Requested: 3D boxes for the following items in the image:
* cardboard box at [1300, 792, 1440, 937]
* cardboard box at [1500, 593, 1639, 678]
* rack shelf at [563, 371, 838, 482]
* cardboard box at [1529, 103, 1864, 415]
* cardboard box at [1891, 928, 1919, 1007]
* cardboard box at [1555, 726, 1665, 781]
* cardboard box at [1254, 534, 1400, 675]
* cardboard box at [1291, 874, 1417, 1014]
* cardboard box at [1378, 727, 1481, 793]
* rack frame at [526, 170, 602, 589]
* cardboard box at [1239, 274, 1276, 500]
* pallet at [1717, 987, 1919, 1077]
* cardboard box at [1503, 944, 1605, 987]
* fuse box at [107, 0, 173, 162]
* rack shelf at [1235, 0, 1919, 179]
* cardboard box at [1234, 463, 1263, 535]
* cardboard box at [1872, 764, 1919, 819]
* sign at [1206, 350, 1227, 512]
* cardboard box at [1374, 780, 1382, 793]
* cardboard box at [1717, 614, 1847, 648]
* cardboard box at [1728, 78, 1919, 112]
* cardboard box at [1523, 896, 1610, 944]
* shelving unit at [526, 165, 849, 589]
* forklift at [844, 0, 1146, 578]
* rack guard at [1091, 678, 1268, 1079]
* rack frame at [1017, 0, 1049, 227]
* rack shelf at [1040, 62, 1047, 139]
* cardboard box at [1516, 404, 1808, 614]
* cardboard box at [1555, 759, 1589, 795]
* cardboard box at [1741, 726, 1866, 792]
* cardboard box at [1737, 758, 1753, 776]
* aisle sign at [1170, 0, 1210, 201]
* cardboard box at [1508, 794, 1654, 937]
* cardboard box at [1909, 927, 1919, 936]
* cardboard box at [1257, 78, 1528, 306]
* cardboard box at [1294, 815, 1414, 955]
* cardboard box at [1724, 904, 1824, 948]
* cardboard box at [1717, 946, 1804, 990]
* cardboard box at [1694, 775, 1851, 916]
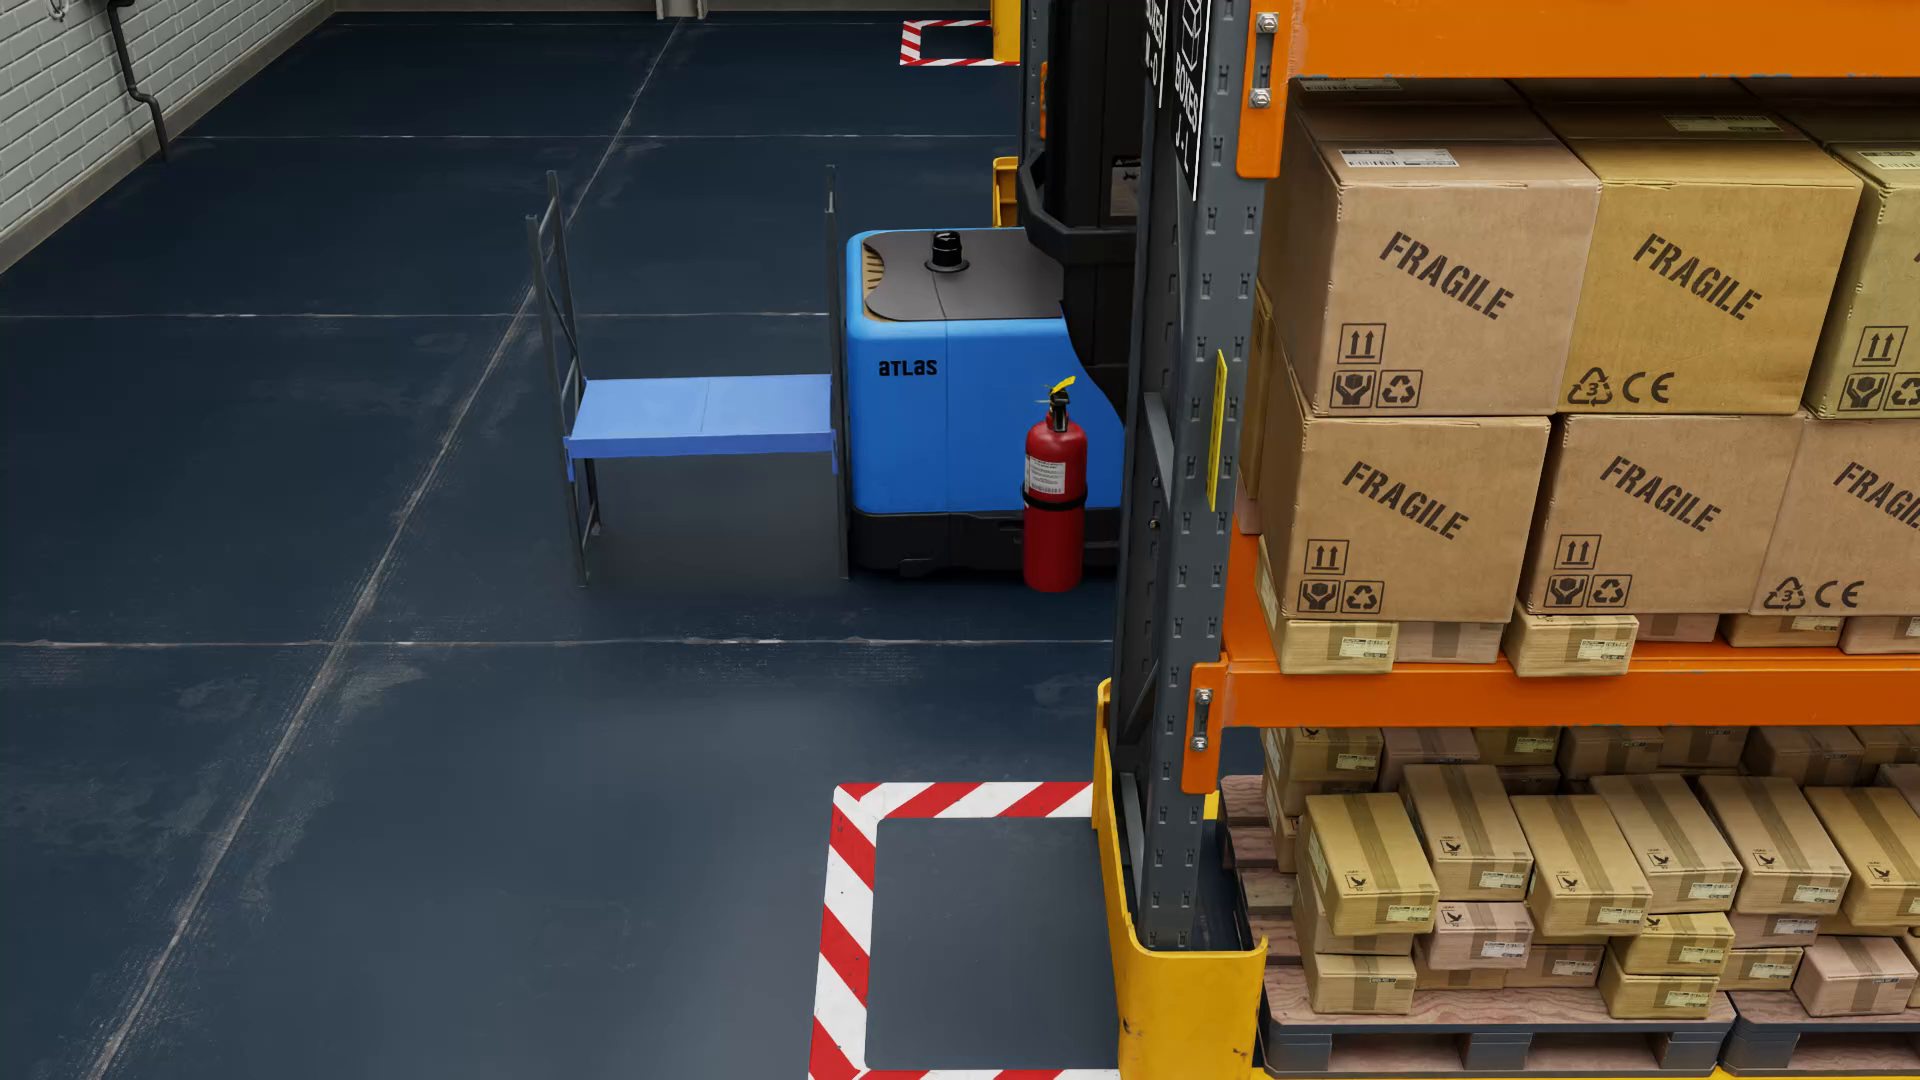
[{"bbox_3d":[1.044,0.827,4.265,0.250,0.149,0.380,-2,31,-3],"label":"cardboard box"},{"bbox_3d":[1.368,0.149,3.856,0.250,0.149,0.380,-1,31,-2],"label":"cardboard box"},{"bbox_3d":[-0.972,-0.444,6.383,1.000,0.185,0.538,-2,31,-3],"label":"rack shelf"},{"bbox_3d":[1.473,-0.599,3.498,0.500,0.500,0.500,1,31,1],"label":"cardboard box"},{"bbox_3d":[2.591,1.059,4.456,0.250,0.149,0.380,0,31,0],"label":"cardboard box"},{"bbox_3d":[1.815,0.514,4.782,0.250,0.149,0.380,-1,31,-2],"label":"cardboard box"},{"bbox_3d":[0.844,0.144,3.863,0.250,0.149,0.380,0,31,-1],"label":"cardboard box"},{"bbox_3d":[1.044,1.071,4.436,0.250,0.149,0.380,0,31,1],"label":"cardboard box"},{"bbox_3d":[1.298,0.548,4.725,0.250,0.149,0.380,0,31,1],"label":"cardboard box"},{"bbox_3d":[-1.479,-0.582,6.264,0.032,1.500,0.500,-2,31,-3],"label":"rack frame"},{"bbox_3d":[0.966,-0.437,4.196,0.500,0.500,0.500,0,31,1],"label":"cardboard box"},{"bbox_3d":[2.624,1.073,4.778,1.213,0.211,1.003,0,31,0],"label":"pallet"},{"bbox_3d":[1.553,1.024,4.515,0.250,0.149,0.380,0,31,0],"label":"cardboard box"},{"bbox_3d":[-5.118,-3.209,10.390,0.414,1.711,0.539,0,31,0],"label":"fuse box"},{"bbox_3d":[2.518,-1.114,3.496,4.000,0.370,1.077,0,31,0],"label":"rack shelf"},{"bbox_3d":[0.842,-0.173,4.385,0.250,0.149,0.380,0,31,0],"label":"cardboard box"},{"bbox_3d":[2.611,0.762,4.372,0.250,0.149,0.380,0,31,0],"label":"cardboard box"},{"bbox_3d":[0.521,-0.221,3.388,0.005,0.325,0.100,0,31,0],"label":"sign"},{"bbox_3d":[1.306,0.657,4.832,0.250,0.149,0.380,-1,31,-1],"label":"cardboard box"},{"bbox_3d":[1.897,0.089,3.955,0.250,0.149,0.380,0,31,-1],"label":"cardboard box"},{"bbox_3d":[2.001,-0.868,3.942,0.500,0.500,0.500,1,31,2],"label":"cardboard box"},{"bbox_3d":[1.562,0.893,4.443,0.250,0.149,0.380,0,31,0],"label":"cardboard box"},{"bbox_3d":[-0.972,-0.598,6.290,1.048,1.500,0.538,-2,31,-3],"label":"shelving unit"},{"bbox_3d":[1.064,-1.393,6.220,3.031,2.935,1.130,-2,31,-3],"label":"forklift"},{"bbox_3d":[0.594,0.936,4.725,0.348,0.500,1.175,0,31,0],"label":"rack guard"},{"bbox_3d":[0.387,-2.700,8.308,0.127,3.000,1.000,0,31,0],"label":"rack frame"},{"bbox_3d":[2.387,-2.399,8.505,4.000,0.370,1.077,0,31,0],"label":"rack shelf"},{"bbox_3d":[1.504,-0.175,3.764,0.500,0.500,0.500,0,31,0],"label":"cardboard box"},{"bbox_3d":[1.833,0.680,4.794,0.250,0.149,0.380,-1,31,-1],"label":"cardboard box"},{"bbox_3d":[2.348,0.541,4.737,0.250,0.149,0.380,-1,31,-2],"label":"cardboard box"},{"bbox_3d":[2.338,0.628,4.880,0.250,0.149,0.380,1,31,2],"label":"cardboard box"},{"bbox_3d":[0.447,-1.088,3.146,0.004,0.787,0.394,0,31,0],"label":"aisle sign"},{"bbox_3d":[1.572,0.829,4.261,0.250,0.149,0.380,0,31,0],"label":"cardboard box"},{"bbox_3d":[2.625,0.880,4.464,0.250,0.149,0.380,1,31,2],"label":"cardboard box"},{"bbox_3d":[0.974,-0.860,3.929,0.500,0.500,0.500,-1,31,-1],"label":"cardboard box"},{"bbox_3d":[1.044,0.911,4.413,0.250,0.149,0.380,1,31,2],"label":"cardboard box"},{"bbox_3d":[2.084,0.898,4.435,0.250,0.149,0.380,-2,31,-3],"label":"cardboard box"},{"bbox_3d":[2.064,1.029,4.505,0.250,0.149,0.380,0,31,0],"label":"cardboard box"},{"bbox_3d":[2.097,0.790,4.327,0.250,0.149,0.380,1,31,2],"label":"cardboard box"}]
